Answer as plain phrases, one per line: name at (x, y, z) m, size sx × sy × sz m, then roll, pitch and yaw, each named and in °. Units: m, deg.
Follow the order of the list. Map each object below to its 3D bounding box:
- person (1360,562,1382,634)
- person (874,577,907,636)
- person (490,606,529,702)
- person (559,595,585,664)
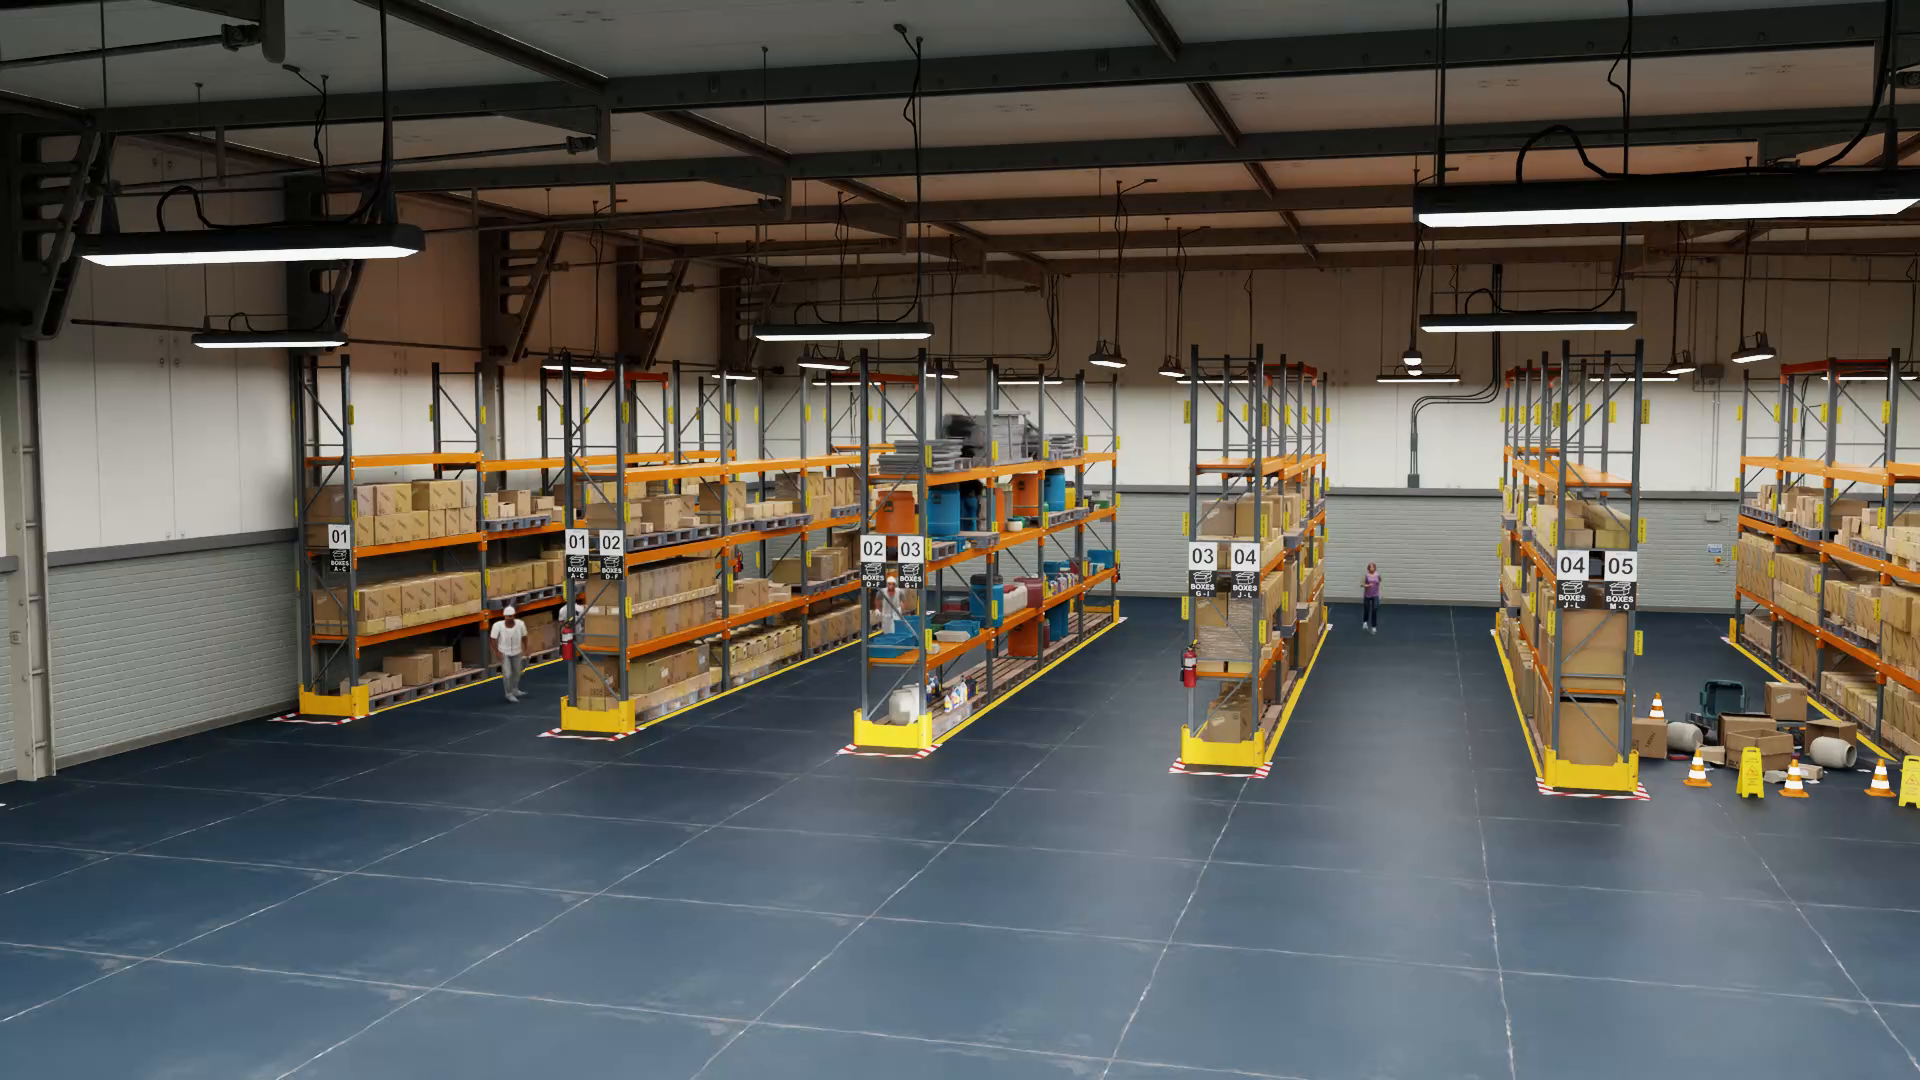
person at (9.451, 1.310, 38.267) m, size 0.536 × 1.609 × 0.861 m, roll 0°, pitch 4°, yaw 3°
person at (-1.430, 1.595, 34.293) m, size 0.658 × 1.712 × 0.759 m, roll 0°, pitch 4°, yaw -7°
person at (-7.892, 1.988, 29.108) m, size 0.680 × 1.708 × 0.810 m, roll -3°, pitch 5°, yaw -34°
person at (-7.517, 1.799, 32.346) m, size 0.559 × 1.574 × 0.741 m, roll -1°, pitch 4°, yaw -11°
